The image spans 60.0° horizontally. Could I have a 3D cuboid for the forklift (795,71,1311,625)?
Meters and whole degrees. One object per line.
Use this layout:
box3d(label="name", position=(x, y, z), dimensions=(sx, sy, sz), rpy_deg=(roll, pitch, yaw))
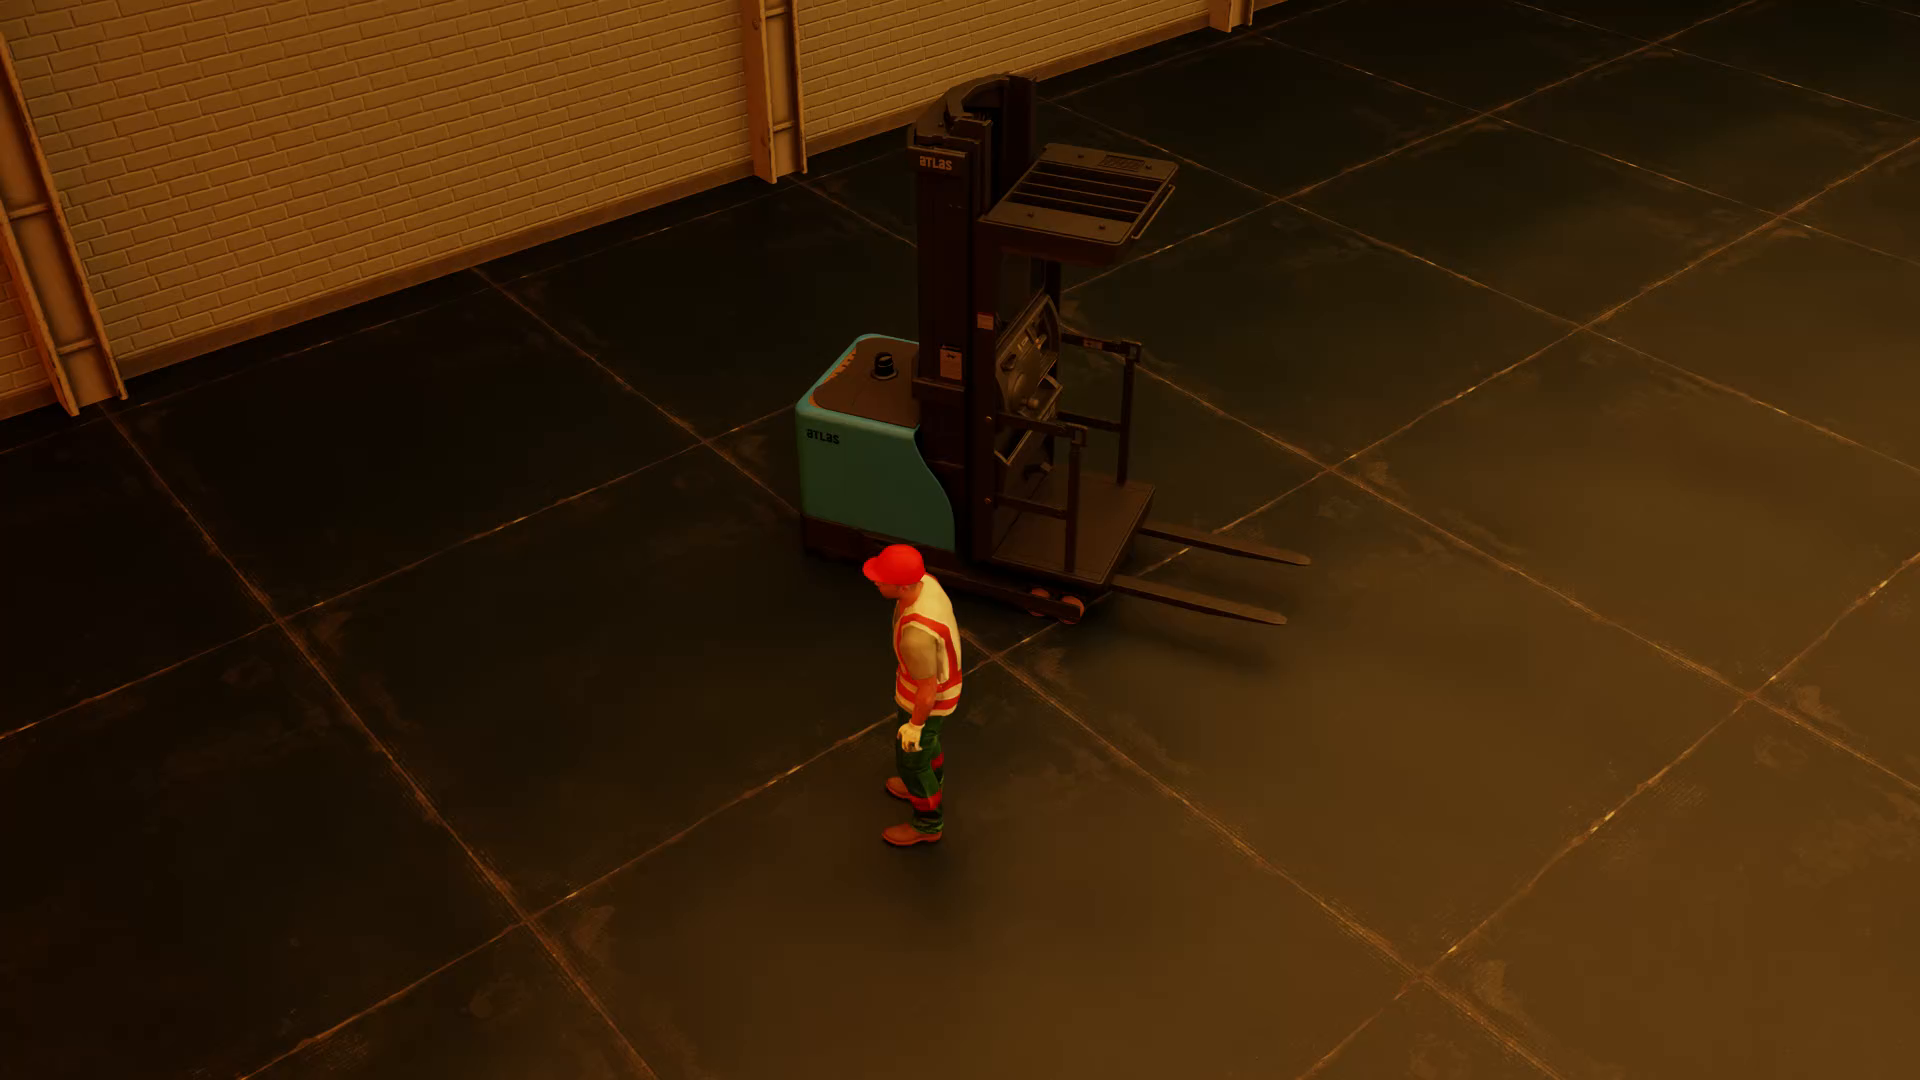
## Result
box3d(label="forklift", position=(0.577, -1.041, 9.442), dimensions=(3.031, 2.935, 1.130), rpy_deg=(14, 38, 18))

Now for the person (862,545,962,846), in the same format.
box3d(label="person", position=(-0.216, 0.735, 8.000), dimensions=(0.450, 1.779, 0.619), rpy_deg=(0, 36, 0))
